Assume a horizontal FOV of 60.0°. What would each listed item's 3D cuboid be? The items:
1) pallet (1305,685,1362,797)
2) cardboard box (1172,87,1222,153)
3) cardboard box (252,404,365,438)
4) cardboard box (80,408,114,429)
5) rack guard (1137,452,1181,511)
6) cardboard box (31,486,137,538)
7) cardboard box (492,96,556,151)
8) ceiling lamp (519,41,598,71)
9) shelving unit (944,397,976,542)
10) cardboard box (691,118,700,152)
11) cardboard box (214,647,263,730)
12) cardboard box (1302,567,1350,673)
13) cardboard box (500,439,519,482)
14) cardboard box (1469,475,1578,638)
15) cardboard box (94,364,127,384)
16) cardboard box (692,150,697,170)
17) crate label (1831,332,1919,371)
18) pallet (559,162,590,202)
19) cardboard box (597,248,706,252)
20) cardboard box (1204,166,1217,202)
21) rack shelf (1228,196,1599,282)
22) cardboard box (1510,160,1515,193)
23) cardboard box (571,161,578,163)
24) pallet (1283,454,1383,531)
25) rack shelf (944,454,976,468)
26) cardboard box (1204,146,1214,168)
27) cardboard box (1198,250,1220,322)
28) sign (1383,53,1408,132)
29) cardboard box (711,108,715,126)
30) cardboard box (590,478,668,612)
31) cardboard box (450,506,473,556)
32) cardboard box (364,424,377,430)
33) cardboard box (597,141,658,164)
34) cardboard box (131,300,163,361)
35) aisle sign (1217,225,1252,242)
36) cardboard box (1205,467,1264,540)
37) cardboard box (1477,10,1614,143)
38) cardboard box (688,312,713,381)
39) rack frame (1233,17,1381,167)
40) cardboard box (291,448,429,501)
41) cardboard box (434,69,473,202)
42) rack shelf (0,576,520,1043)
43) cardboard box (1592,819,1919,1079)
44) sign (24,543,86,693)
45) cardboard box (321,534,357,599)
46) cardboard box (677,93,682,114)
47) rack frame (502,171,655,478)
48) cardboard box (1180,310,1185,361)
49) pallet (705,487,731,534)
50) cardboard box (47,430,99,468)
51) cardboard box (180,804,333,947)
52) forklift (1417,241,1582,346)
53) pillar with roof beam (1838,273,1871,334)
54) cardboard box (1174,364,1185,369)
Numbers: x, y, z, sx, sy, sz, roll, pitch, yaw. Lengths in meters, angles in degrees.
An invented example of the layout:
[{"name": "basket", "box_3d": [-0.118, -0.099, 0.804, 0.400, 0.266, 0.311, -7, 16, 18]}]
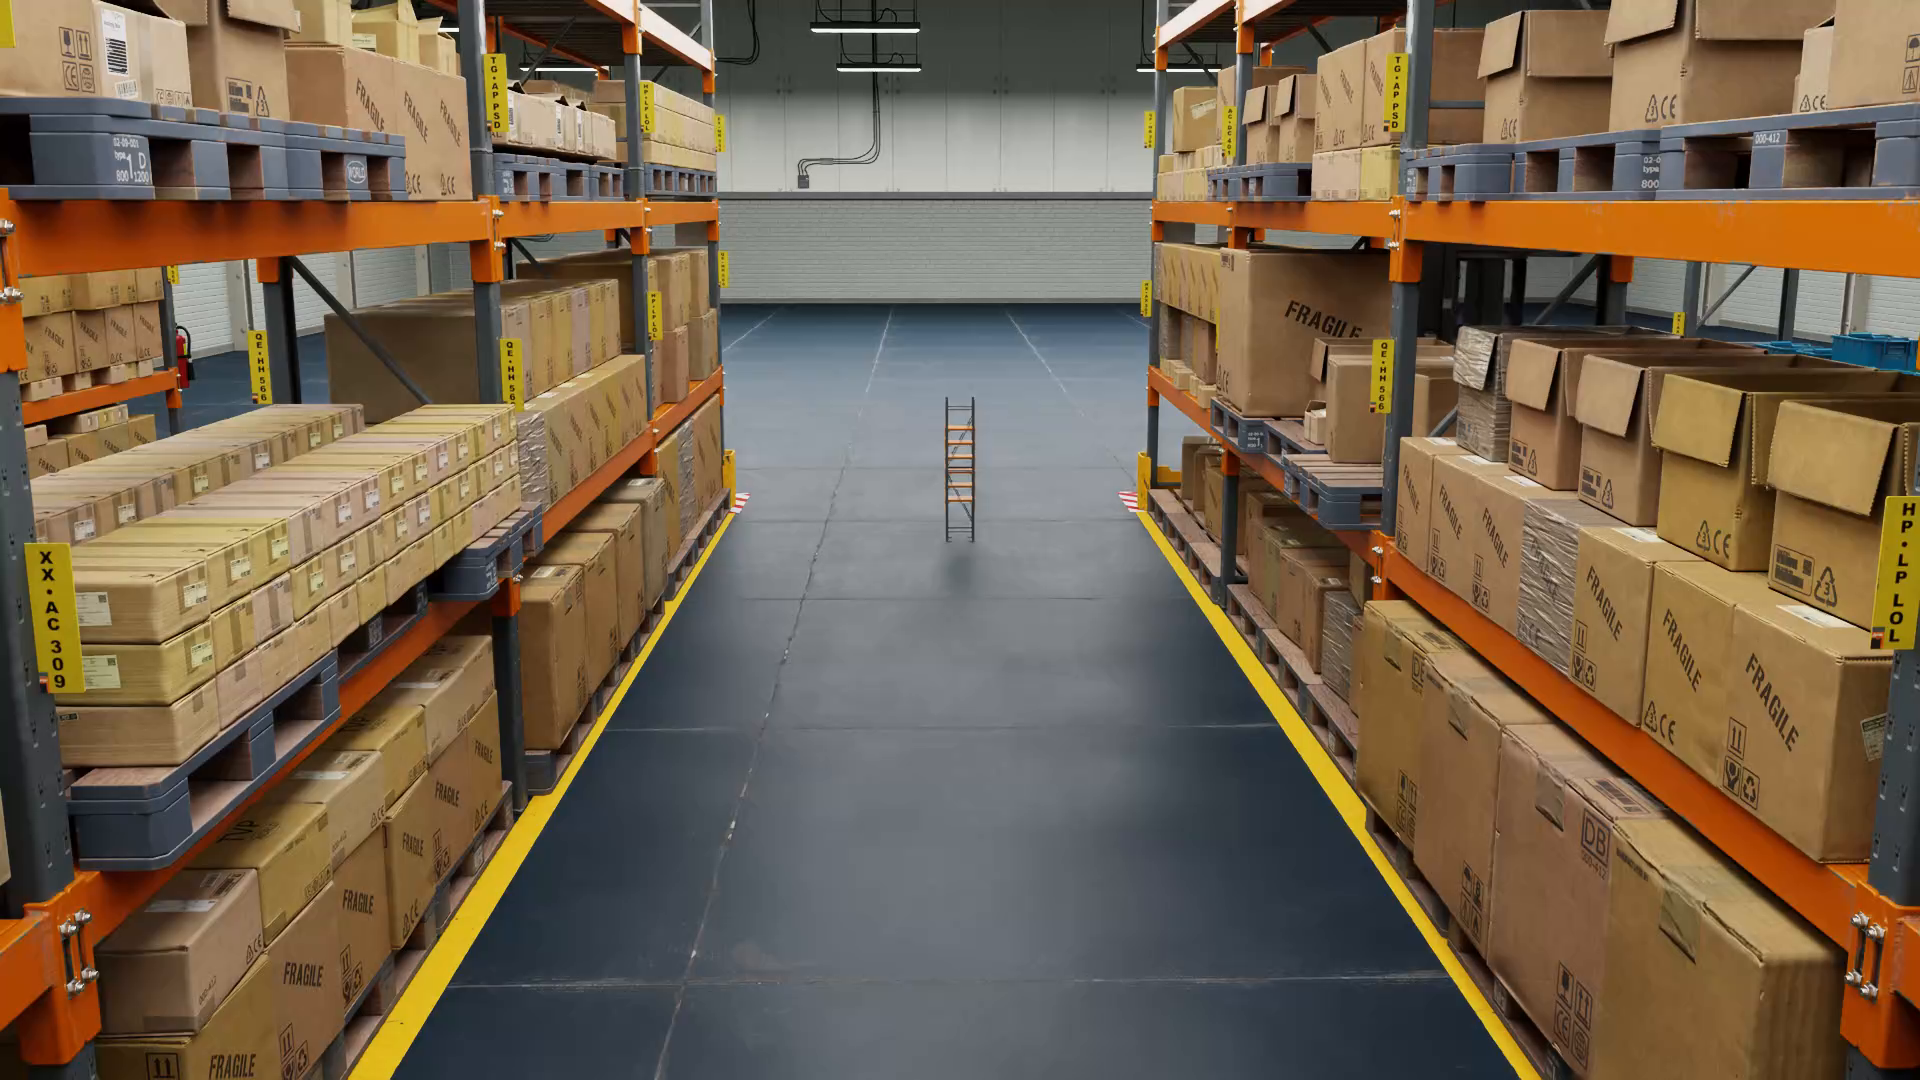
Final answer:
[{"name": "pallet", "box_3d": [2.404, 1.010, 8.549, 1.003, 0.211, 1.213, 0, 11, -1]}, {"name": "cardboard box", "box_3d": [2.014, -3.405, 13.497, 0.500, 0.500, 0.500, 0, 11, -1]}, {"name": "cardboard box", "box_3d": [-2.727, -0.481, 6.967, 0.380, 0.149, 0.250, 0, 11, -1]}, {"name": "cardboard box", "box_3d": [-7.301, -1.013, 13.852, 0.380, 0.149, 0.250, 0, 11, 0]}, {"name": "rack guard", "box_3d": [2.255, -0.551, 15.518, 1.175, 0.500, 0.348, 0, 11, -1]}, {"name": "cardboard box", "box_3d": [-2.680, -0.065, 4.913, 0.380, 0.149, 0.250, -1, 11, -3]}, {"name": "cardboard box", "box_3d": [-2.348, -2.096, 8.374, 0.500, 0.250, 0.500, 0, 11, 0]}, {"name": "ceiling lamp", "box_3d": [-9.296, -12.603, 38.867, 2.000, 3.185, 0.800, 0, 11, -1]}, {"name": "shelving unit", "box_3d": [0.000, -0.591, 13.954, 0.258, 1.200, 0.189, 0, 11, -1]}, {"name": "cardboard box", "box_3d": [-2.399, -3.293, 13.522, 0.500, 0.250, 0.500, 0, 11, -1]}, {"name": "cardboard box", "box_3d": [-2.020, 0.376, 4.235, 0.380, 0.149, 0.250, 0, 11, 0]}, {"name": "cardboard box", "box_3d": [2.342, 0.452, 9.465, 0.700, 0.500, 0.500, 1, 11, 4]}, {"name": "cardboard box", "box_3d": [-2.077, -0.333, 6.983, 0.380, 0.149, 0.250, 0, 11, 0]}, {"name": "cardboard box", "box_3d": [2.183, 0.052, 6.007, 0.500, 0.500, 0.500, 0, 11, -2]}, {"name": "cardboard box", "box_3d": [-7.298, -1.402, 14.057, 0.380, 0.149, 0.250, 0, 11, 0]}, {"name": "cardboard box", "box_3d": [-2.336, -3.075, 13.454, 0.380, 0.149, 0.250, 0, 11, -1]}, {"name": "crate label", "box_3d": [7.513, -1.464, 13.643, 0.502, 0.435, 0.616, 0, 11, -1]}, {"name": "pallet", "box_3d": [-2.635, -1.928, 8.950, 1.003, 0.211, 1.213, 0, 11, 1]}, {"name": "cardboard box", "box_3d": [-2.739, -2.320, 14.856, 0.875, 0.550, 0.550, 0, 11, -1]}, {"name": "cardboard box", "box_3d": [2.065, -2.586, 12.095, 0.500, 0.250, 0.500, 0, 11, 0]}, {"name": "rack shelf", "box_3d": [2.377, -1.716, 9.239, 1.077, 0.370, 4.000, 0, 11, -1]}, {"name": "cardboard box", "box_3d": [2.663, -1.692, 7.688, 0.500, 0.250, 0.500, 0, 11, 0]}, {"name": "cardboard box", "box_3d": [-2.965, -2.770, 11.949, 0.380, 0.149, 0.250, 0, 11, 0]}, {"name": "pallet", "box_3d": [2.297, -0.248, 8.221, 1.213, 0.211, 1.003, 0, 11, -1]}, {"name": "rack shelf", "box_3d": [0.000, -0.665, 13.939, 0.258, 0.103, 0.180, 0, 11, -1]}, {"name": "cardboard box", "box_3d": [2.003, -2.809, 12.192, 0.380, 0.149, 0.250, -1, 11, -3]}, {"name": "cardboard box", "box_3d": [2.040, -1.869, 12.211, 0.500, 0.500, 0.500, 0, 11, -1]}, {"name": "sign", "box_3d": [1.876, -1.923, 7.147, 0.100, 0.325, 0.005, 0, 11, -1]}, {"name": "cardboard box", "box_3d": [-2.362, -3.718, 14.615, 0.380, 0.149, 0.250, 0, 11, -1]}, {"name": "cardboard box", "box_3d": [-2.523, 0.024, 10.999, 1.050, 0.750, 0.750, 0, 11, -1]}, {"name": "cardboard box", "box_3d": [-2.062, -0.037, 6.274, 0.380, 0.149, 0.250, 0, 11, -2]}, {"name": "cardboard box", "box_3d": [-2.820, -0.338, 7.930, 0.500, 0.500, 0.500, 0, 11, -1]}, {"name": "cardboard box", "box_3d": [-2.293, -2.671, 11.462, 0.380, 0.149, 0.250, 0, 11, -2]}, {"name": "cardboard box", "box_3d": [-7.368, -1.839, 14.578, 0.500, 0.500, 0.500, 0, 11, -2]}, {"name": "aisle sign", "box_3d": [2.552, -3.079, 15.153, 0.394, 0.787, 0.004, 0, 11, -1]}, {"name": "cardboard box", "box_3d": [2.257, -0.293, 13.192, 0.500, 0.500, 0.500, -1, 12, -6]}, {"name": "cardboard box", "box_3d": [2.503, -1.807, 6.559, 0.797, 0.503, 0.637, 0, 11, 2]}, {"name": "cardboard box", "box_3d": [-2.622, -1.682, 14.427, 0.875, 0.550, 0.550, 0, 11, -1]}, {"name": "rack frame", "box_3d": [2.336, -3.936, 10.828, 1.000, 3.000, 0.127, 0, 11, -1]}, {"name": "cardboard box", "box_3d": [-2.050, -0.222, 5.690, 0.380, 0.149, 0.250, 0, 11, 2]}, {"name": "cardboard box", "box_3d": [-2.277, -1.607, 6.642, 0.500, 0.500, 0.500, 0, 11, -1]}, {"name": "rack shelf", "box_3d": [-2.501, 0.549, 5.616, 1.077, 0.370, 4.000, 0, 11, -1]}, {"name": "cardboard box", "box_3d": [2.468, 1.302, 4.382, 1.225, 0.875, 0.875, 0, 11, -1]}, {"name": "sign", "box_3d": [-1.918, 0.166, 3.517, 0.100, 0.325, 0.005, 0, 11, -1]}, {"name": "cardboard box", "box_3d": [-2.035, 0.078, 4.960, 0.380, 0.149, 0.250, 0, 11, 1]}, {"name": "cardboard box", "box_3d": [-2.321, -3.315, 12.630, 0.380, 0.149, 0.250, 0, 11, -1]}, {"name": "rack frame", "box_3d": [-2.625, -0.996, 11.423, 1.000, 3.000, 0.127, 0, 11, -1]}, {"name": "cardboard box", "box_3d": [2.367, -1.778, 14.278, 0.875, 0.500, 0.500, 0, 11, -1]}, {"name": "pallet", "box_3d": [-2.613, -0.266, 14.838, 1.003, 0.211, 1.213, 0, 11, -1]}, {"name": "cardboard box", "box_3d": [-7.360, -0.614, 13.515, 0.500, 0.500, 0.500, -1, 11, -2]}, {"name": "cardboard box", "box_3d": [-2.225, 0.992, 4.968, 0.500, 0.250, 0.500, 0, 11, 0]}, {"name": "forklift", "box_3d": [4.940, -1.700, 15.066, 1.130, 2.935, 3.031, -9, 14, -36]}, {"name": "pillar with roof beam", "box_3d": [13.313, -8.217, 31.930, 9.100, 9.000, 0.548, 0, 11, -1]}, {"name": "cardboard box", "box_3d": [2.021, -1.412, 14.105, 0.380, 0.149, 0.250, 0, 11, -1]}]
